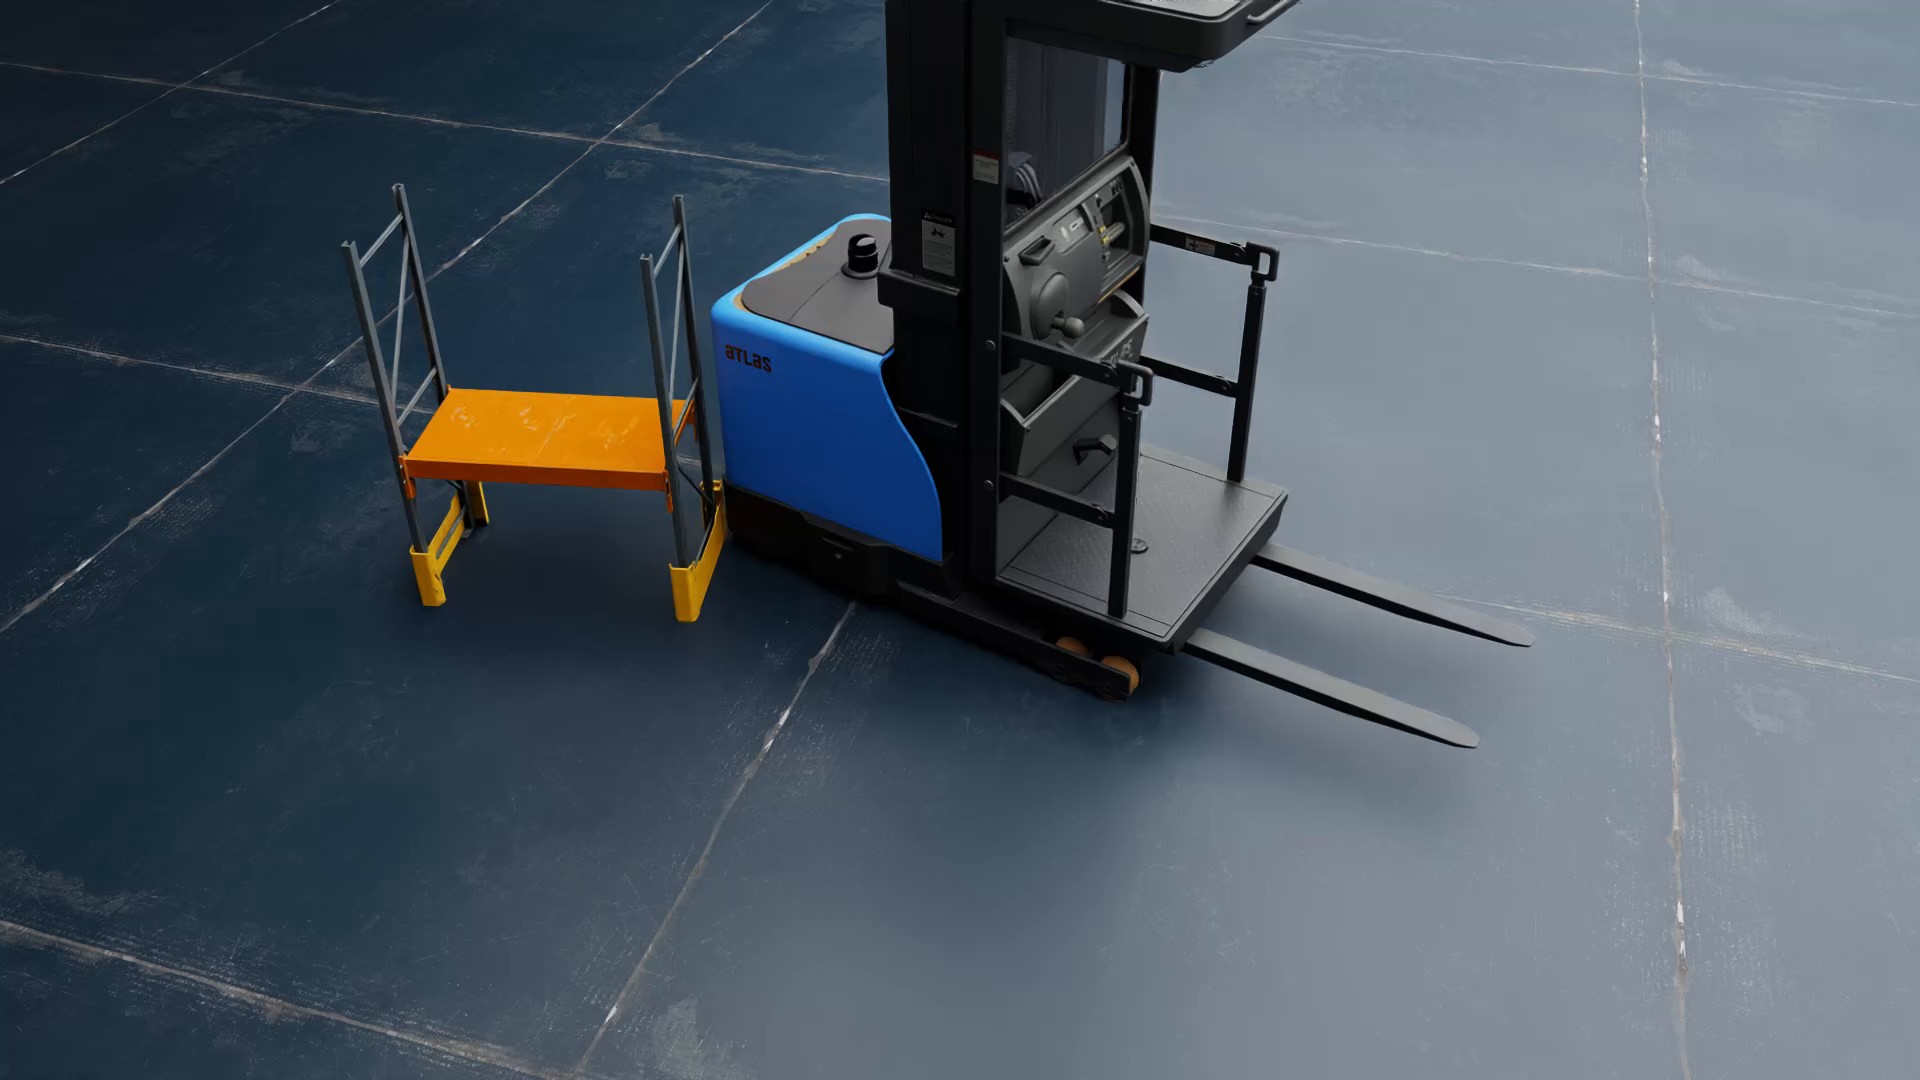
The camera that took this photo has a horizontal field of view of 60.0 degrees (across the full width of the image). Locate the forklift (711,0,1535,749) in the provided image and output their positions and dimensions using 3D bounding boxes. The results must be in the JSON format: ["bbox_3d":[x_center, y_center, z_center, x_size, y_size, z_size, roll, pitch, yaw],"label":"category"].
[{"bbox_3d":[0.583,-0.962,5.584,3.031,2.935,1.130,20,41,25],"label":"forklift"}]

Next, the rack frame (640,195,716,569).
[{"bbox_3d":[-1.017,-0.467,6.120,0.032,1.500,0.500,3,36,4],"label":"rack frame"}]

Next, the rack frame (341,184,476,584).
[{"bbox_3d":[-2.029,-0.523,6.196,0.032,1.500,0.500,3,36,4],"label":"rack frame"}]

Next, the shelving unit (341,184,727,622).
[{"bbox_3d":[-1.514,-0.495,6.157,1.083,1.500,0.587,3,36,4],"label":"shelving unit"}]

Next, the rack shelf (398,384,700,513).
[{"bbox_3d":[-1.523,-0.350,6.264,1.000,0.185,0.538,3,36,4],"label":"rack shelf"}]

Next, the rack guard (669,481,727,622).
[{"bbox_3d":[-1.018,0.036,6.490,0.087,0.250,0.587,3,36,4],"label":"rack guard"}]

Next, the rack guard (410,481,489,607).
[{"bbox_3d":[-2.010,-0.019,6.565,0.087,0.250,0.587,3,36,4],"label":"rack guard"}]
